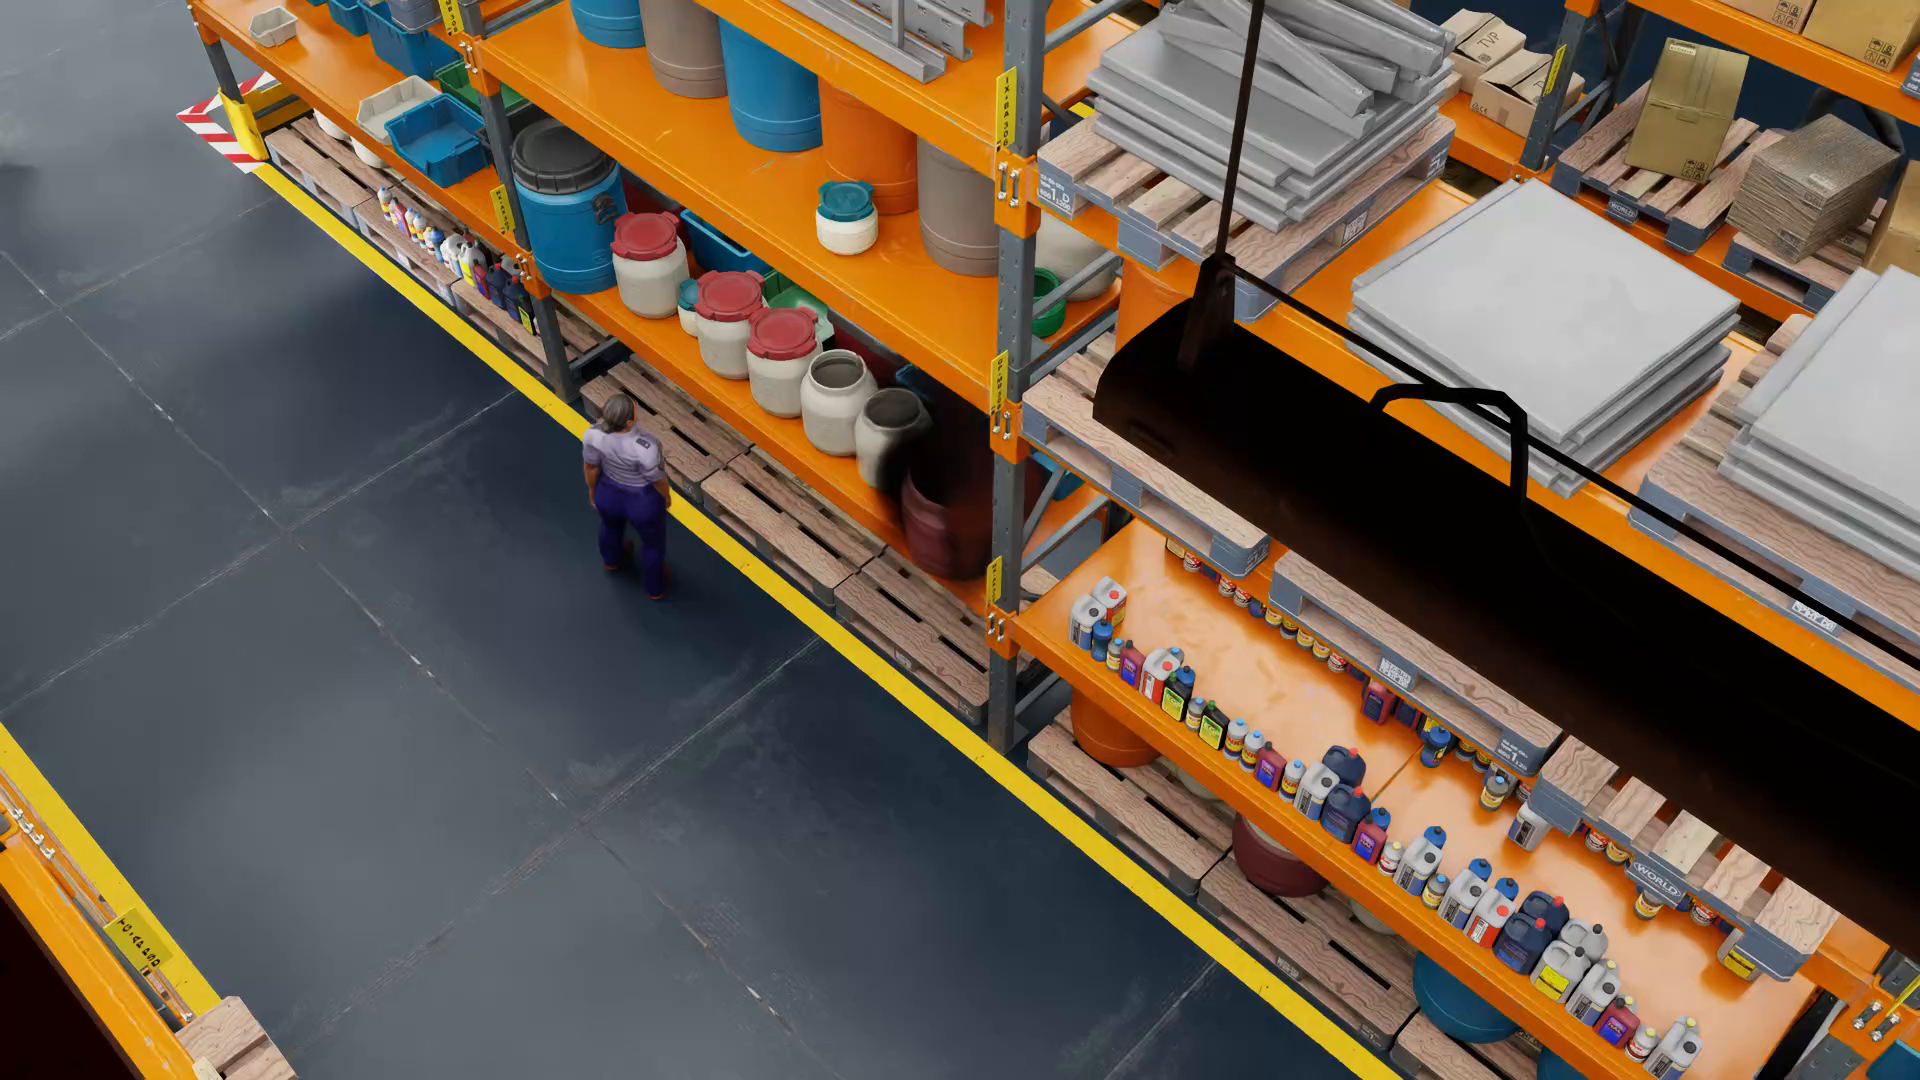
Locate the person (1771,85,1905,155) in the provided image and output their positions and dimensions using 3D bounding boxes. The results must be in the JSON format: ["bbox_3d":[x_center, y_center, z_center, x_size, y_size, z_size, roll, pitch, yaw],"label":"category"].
[{"bbox_3d":[6.776,-3.539,12.300,0.939,1.610,0.391,27,55,21],"label":"person"}]

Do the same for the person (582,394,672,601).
[{"bbox_3d":[-1.909,-0.297,9.573,0.627,1.662,0.436,16,52,13],"label":"person"}]
